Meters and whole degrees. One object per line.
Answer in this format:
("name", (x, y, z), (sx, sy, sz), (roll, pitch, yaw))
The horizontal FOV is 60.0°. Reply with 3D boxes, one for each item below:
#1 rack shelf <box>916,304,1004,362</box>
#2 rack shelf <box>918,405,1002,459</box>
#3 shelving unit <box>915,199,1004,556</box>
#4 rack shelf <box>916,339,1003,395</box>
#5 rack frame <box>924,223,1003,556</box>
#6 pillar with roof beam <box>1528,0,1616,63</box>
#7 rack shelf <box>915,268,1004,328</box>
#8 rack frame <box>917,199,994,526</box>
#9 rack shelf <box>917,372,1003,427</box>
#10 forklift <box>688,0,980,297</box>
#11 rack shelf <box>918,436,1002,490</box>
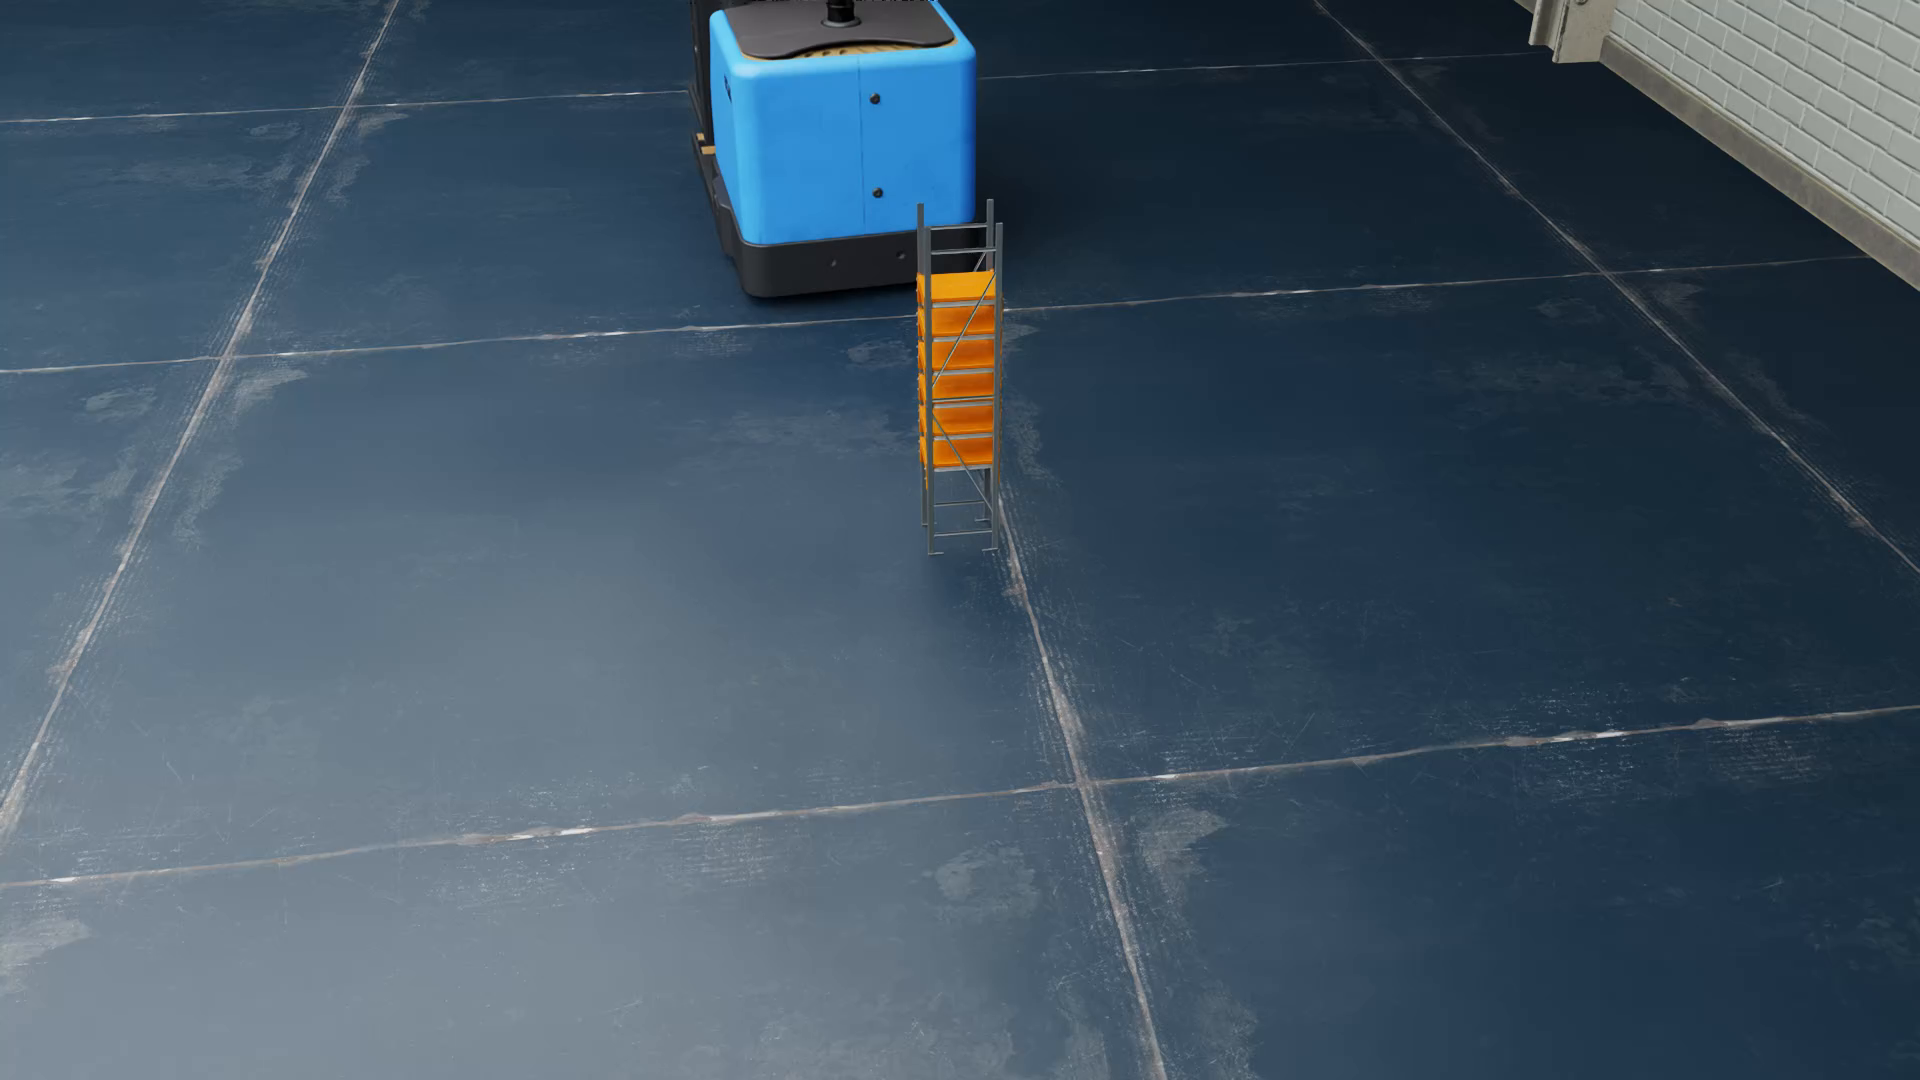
("rack shelf", (-0.002, -0.665, 5.314), (0.258, 0.103, 0.180), (-4, 35, -6))
("rack shelf", (-0.002, -0.368, 5.517), (0.258, 0.103, 0.180), (-4, 35, -6))
("shelving unit", (-0.002, -0.504, 5.424), (0.258, 1.200, 0.189), (-4, 35, -6))
("rack shelf", (-0.002, -0.566, 5.381), (0.258, 0.103, 0.180), (-4, 35, -6))
("rack frame", (0.010, -0.453, 5.349), (0.240, 1.200, 0.006), (-4, 35, -6))
("pillar with roof beam", (-0.584, -6.362, 7.095), (9.100, 9.000, 0.400), (-4, 35, -6))
("rack shelf", (-0.002, -0.765, 5.246), (0.258, 0.103, 0.180), (-4, 35, -6))
("rack frame", (-0.014, -0.555, 5.499), (0.240, 1.200, 0.006), (-4, 35, -6))
("rack shelf", (-0.002, -0.467, 5.449), (0.258, 0.103, 0.180), (-4, 35, -6))
("forklift", (-0.763, -3.080, 7.667), (1.130, 2.935, 3.031), (-8, 35, -11))
("rack shelf", (-0.002, -0.269, 5.584), (0.258, 0.103, 0.180), (-4, 35, -6))
